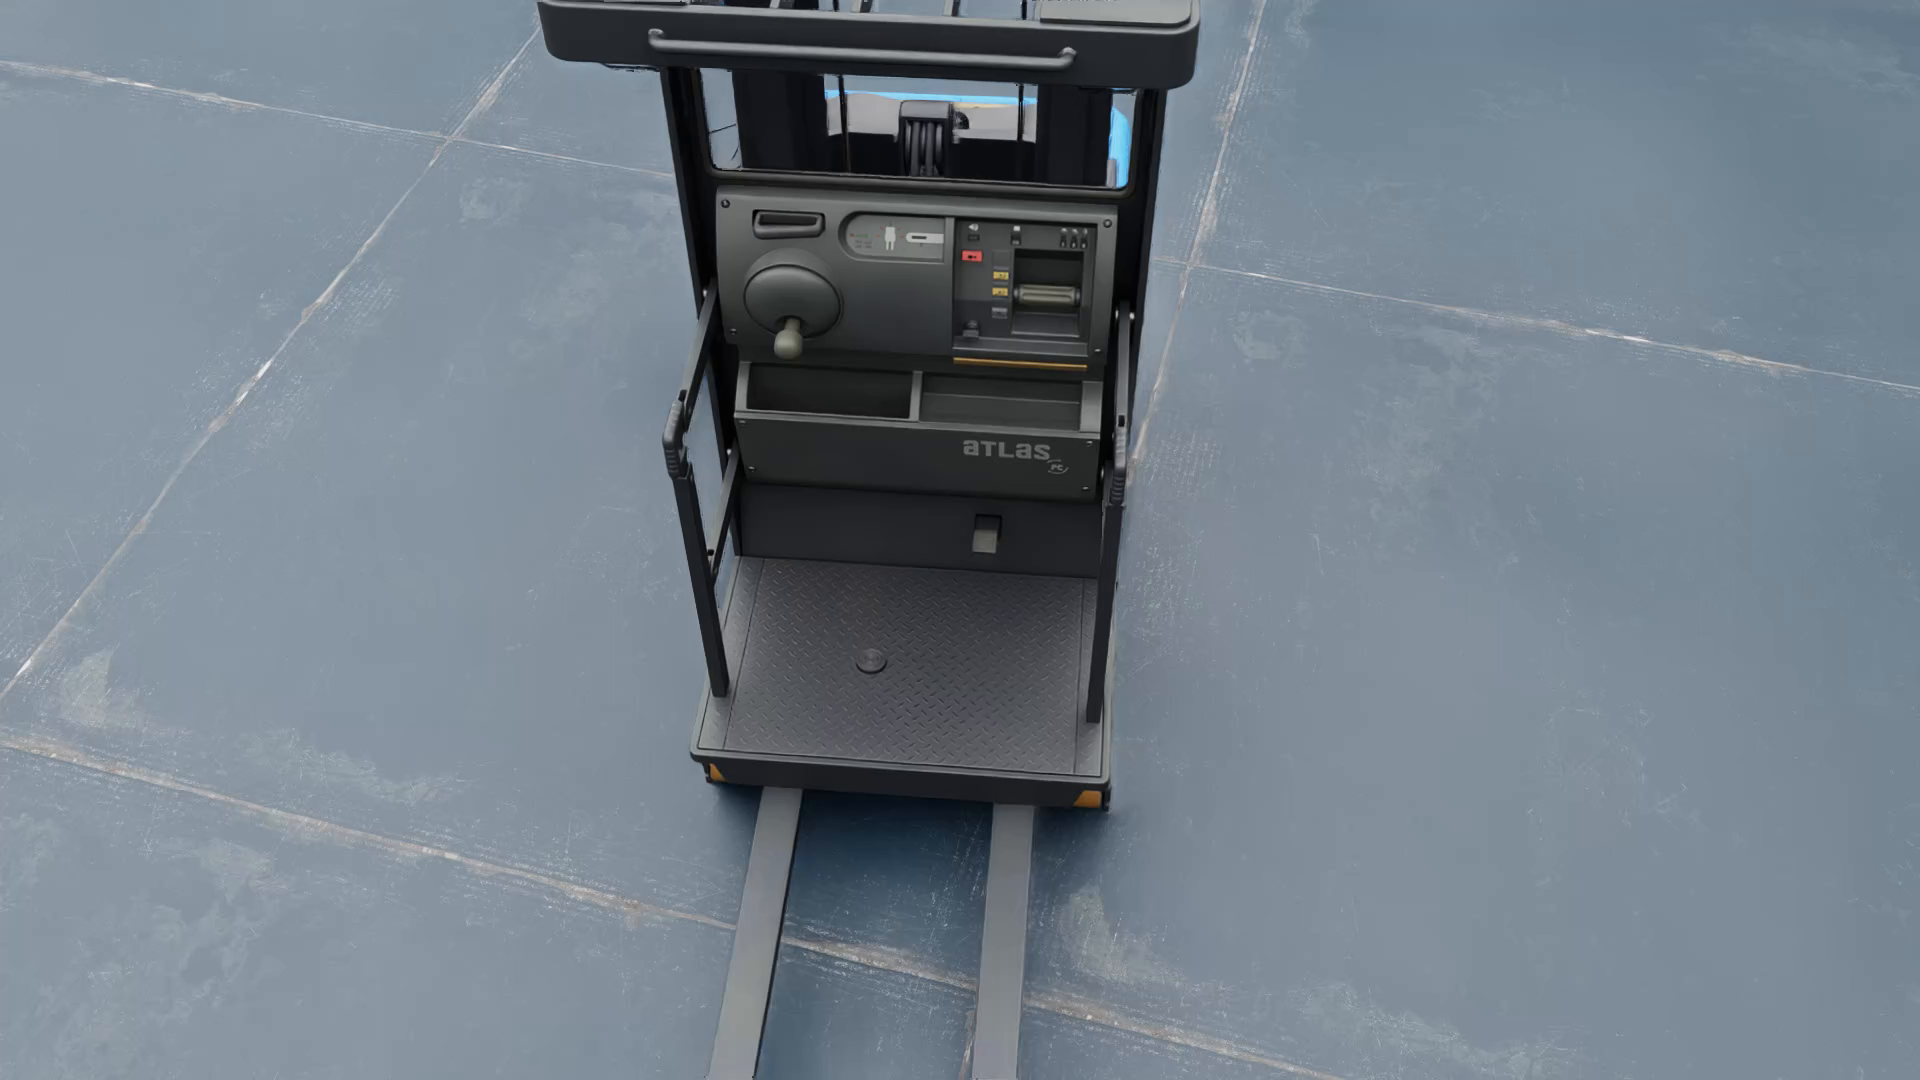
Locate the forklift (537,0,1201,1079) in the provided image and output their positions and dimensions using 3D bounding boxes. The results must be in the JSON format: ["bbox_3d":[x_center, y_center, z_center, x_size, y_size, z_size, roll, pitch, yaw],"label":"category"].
[{"bbox_3d":[-0.121,-0.503,3.739,1.130,2.935,3.031,4,49,3],"label":"forklift"}]

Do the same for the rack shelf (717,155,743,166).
[{"bbox_3d":[-0.735,-1.130,5.332,0.258,0.077,0.200,-24,53,-20],"label":"rack shelf"}]

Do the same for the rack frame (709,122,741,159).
[{"bbox_3d":[-0.786,-1.040,5.567,0.240,0.900,0.006,-24,53,-20],"label":"rack frame"}]

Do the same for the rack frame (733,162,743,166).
[{"bbox_3d":[-0.683,-0.908,5.451,0.240,0.900,0.006,-24,53,-20],"label":"rack frame"}]

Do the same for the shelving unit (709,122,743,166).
[{"bbox_3d":[-0.735,-0.974,5.509,0.258,0.900,0.210,-24,53,-20],"label":"shelving unit"}]
